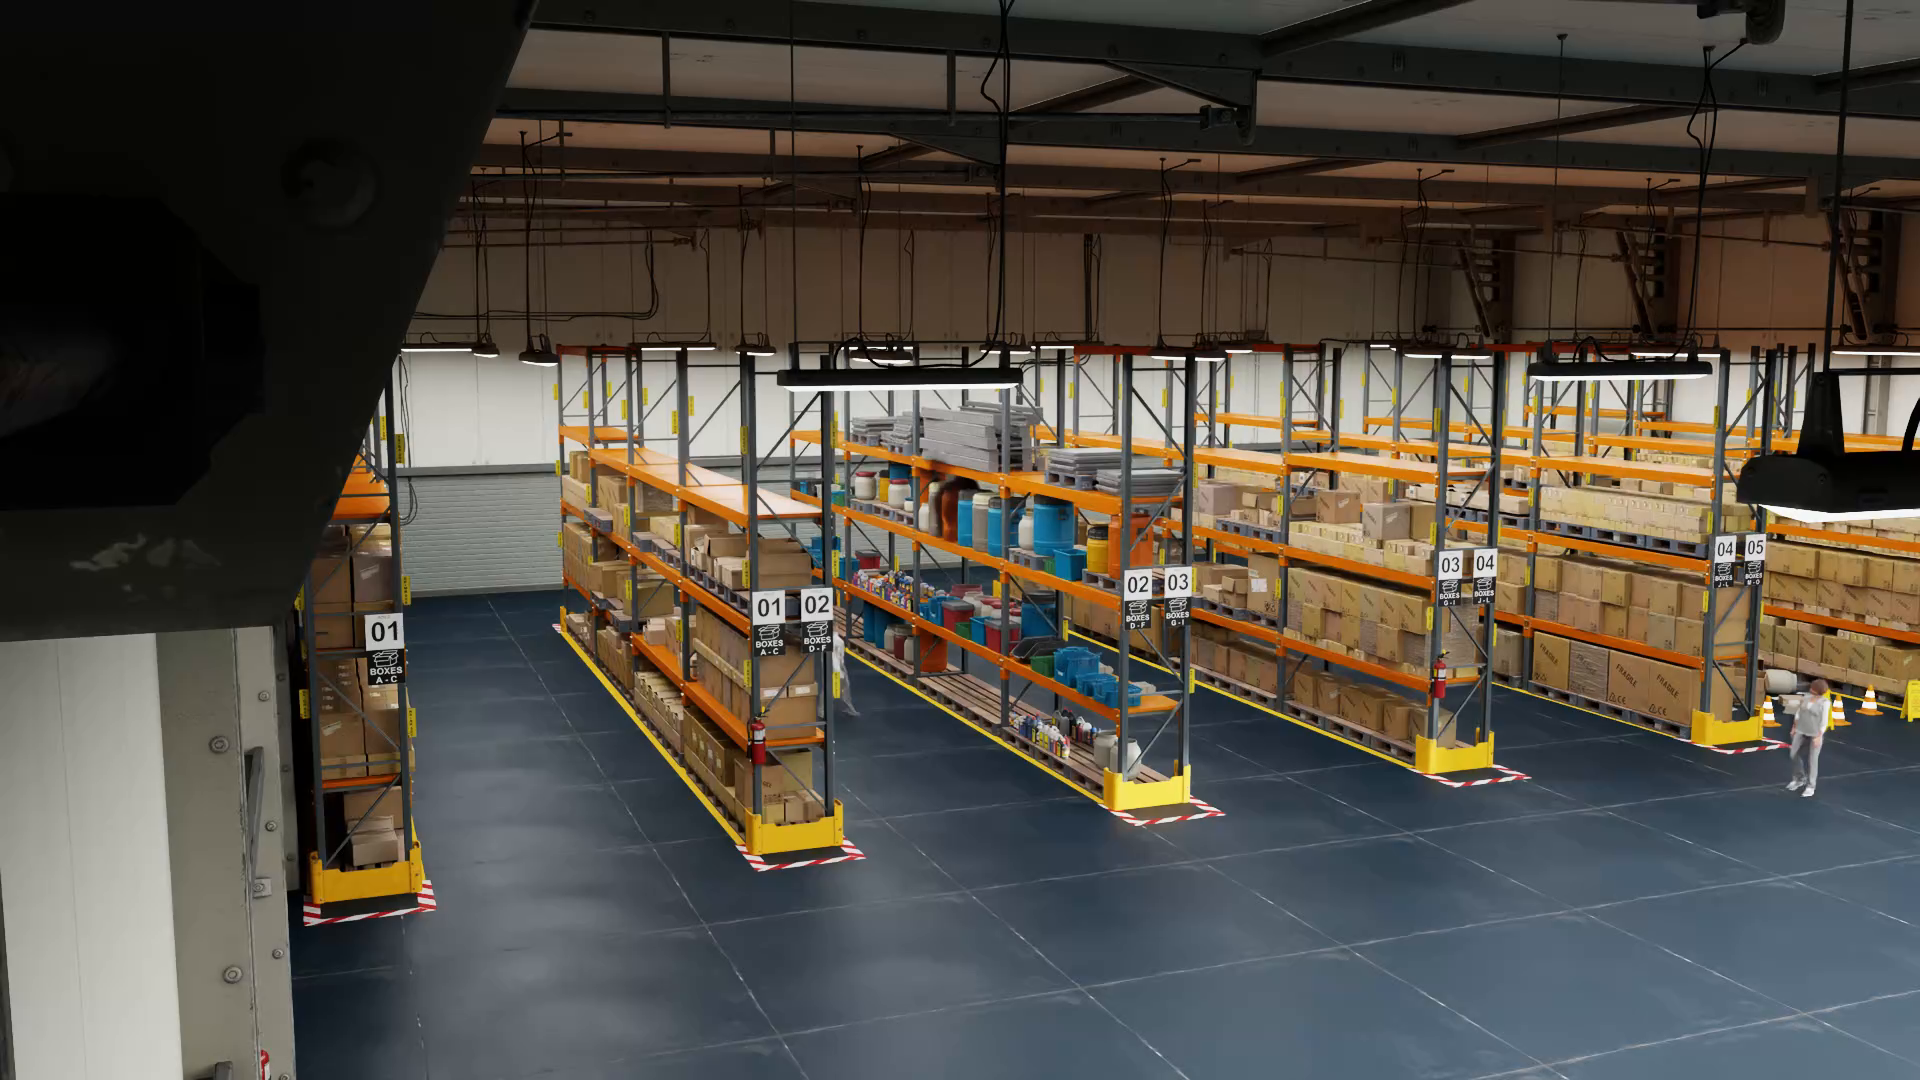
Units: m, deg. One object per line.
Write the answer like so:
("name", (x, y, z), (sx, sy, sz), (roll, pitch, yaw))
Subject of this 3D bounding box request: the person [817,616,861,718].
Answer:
("person", (-1.995, 2.072, 27.081), (0.578, 1.703, 0.608), (4, 8, 26))

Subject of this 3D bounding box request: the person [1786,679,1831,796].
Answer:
("person", (11.532, 2.677, 22.646), (0.409, 1.610, 0.498), (-6, 9, -40))
